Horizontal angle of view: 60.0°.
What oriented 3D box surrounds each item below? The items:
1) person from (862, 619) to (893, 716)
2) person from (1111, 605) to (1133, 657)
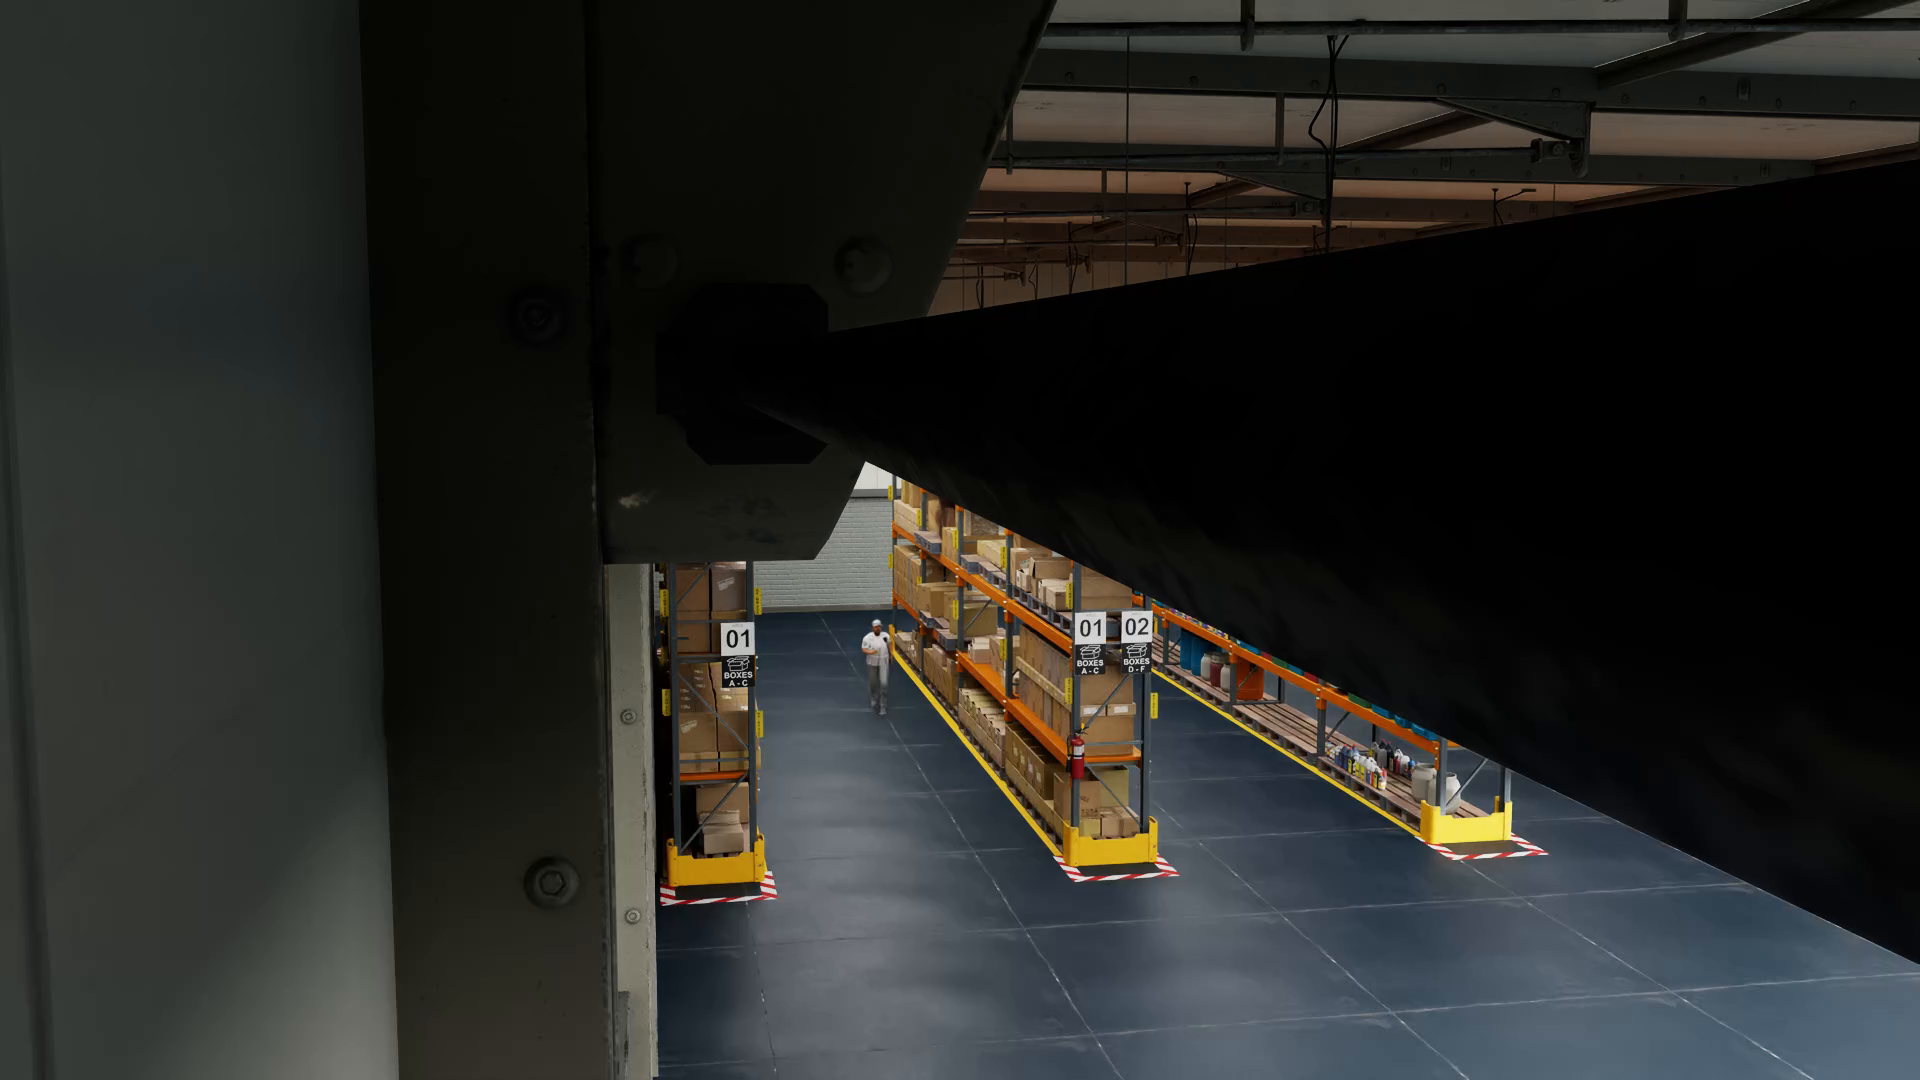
[{"bbox_3d":[-1.486,2.274,29.927,0.555,1.724,0.839,0,6,-3],"label":"person"},{"bbox_3d":[3.327,1.803,34.565,0.796,1.671,0.695,5,8,37],"label":"person"}]
